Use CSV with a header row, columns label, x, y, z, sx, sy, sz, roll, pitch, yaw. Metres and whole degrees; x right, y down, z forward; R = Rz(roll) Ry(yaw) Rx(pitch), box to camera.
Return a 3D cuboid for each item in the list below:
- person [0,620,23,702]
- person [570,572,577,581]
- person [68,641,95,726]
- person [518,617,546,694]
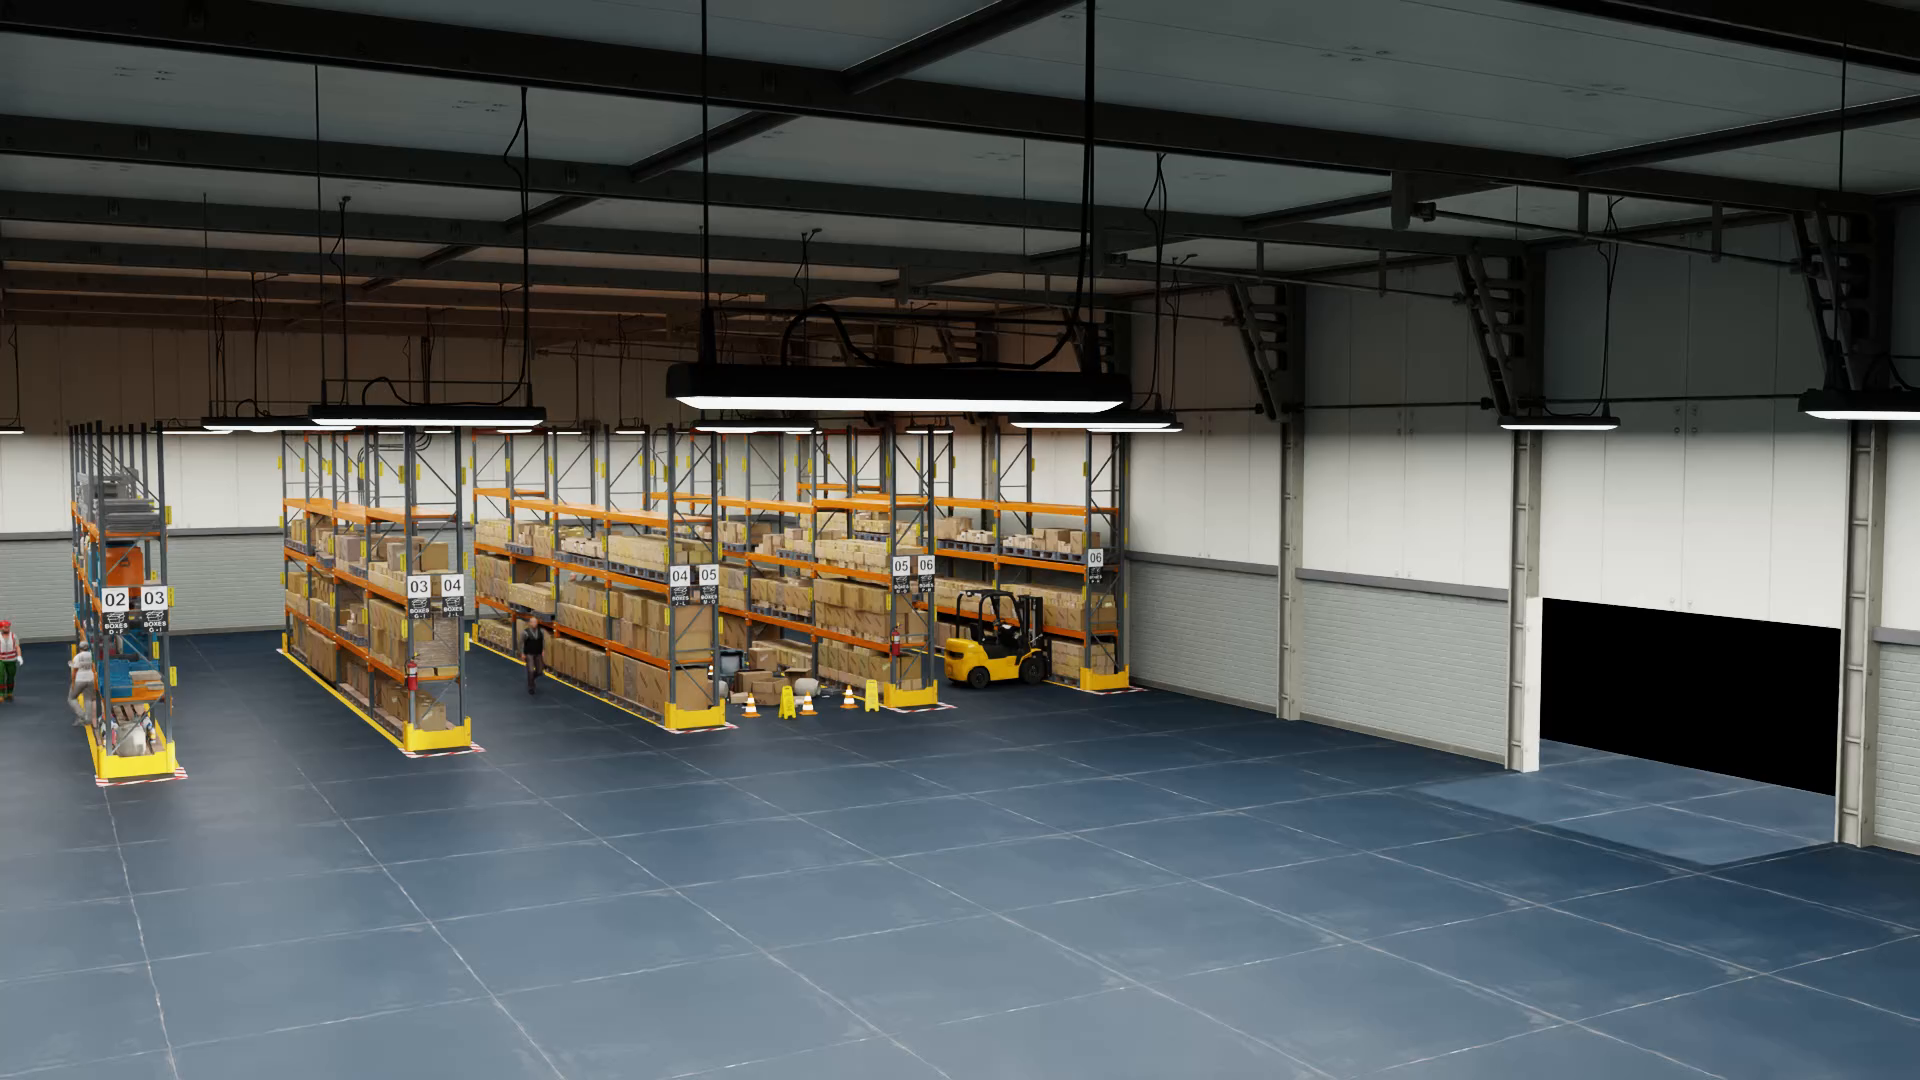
label,x,y,z,sx,sy,sz,roll,pitch,yaw
person,-20.658,2.602,35.961,0.667,1.721,1.050,-2,4,-34
person,-11.391,1.812,49.137,0.634,1.754,0.954,3,5,43
person,-17.223,2.816,32.685,0.445,1.664,0.539,3,4,37
person,-9.626,2.574,37.324,0.622,1.705,0.634,-3,5,-40
